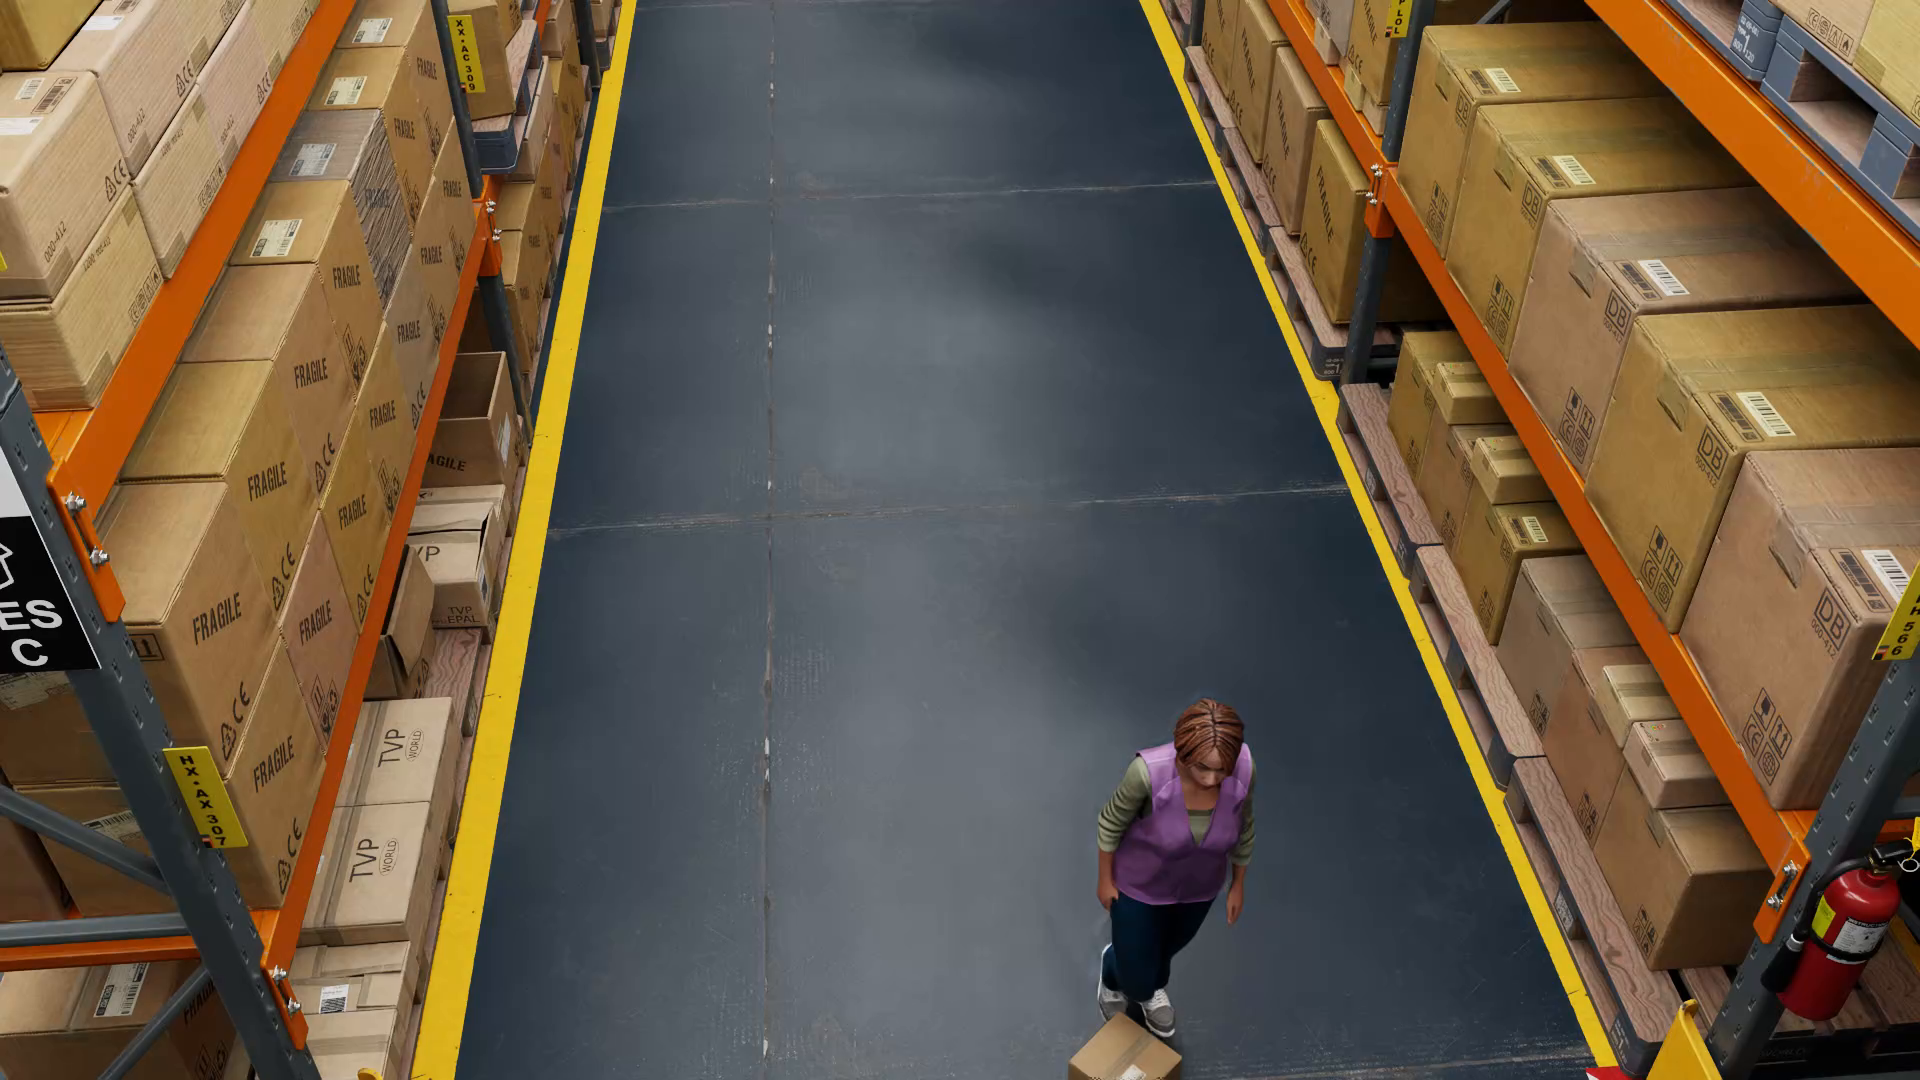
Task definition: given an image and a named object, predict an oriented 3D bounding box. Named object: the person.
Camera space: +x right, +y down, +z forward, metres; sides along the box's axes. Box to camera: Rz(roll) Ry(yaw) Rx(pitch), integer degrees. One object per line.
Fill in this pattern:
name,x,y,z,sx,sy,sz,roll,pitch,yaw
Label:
person,0.618,0.989,4.939,0.450,1.583,0.456,-8,40,-9
